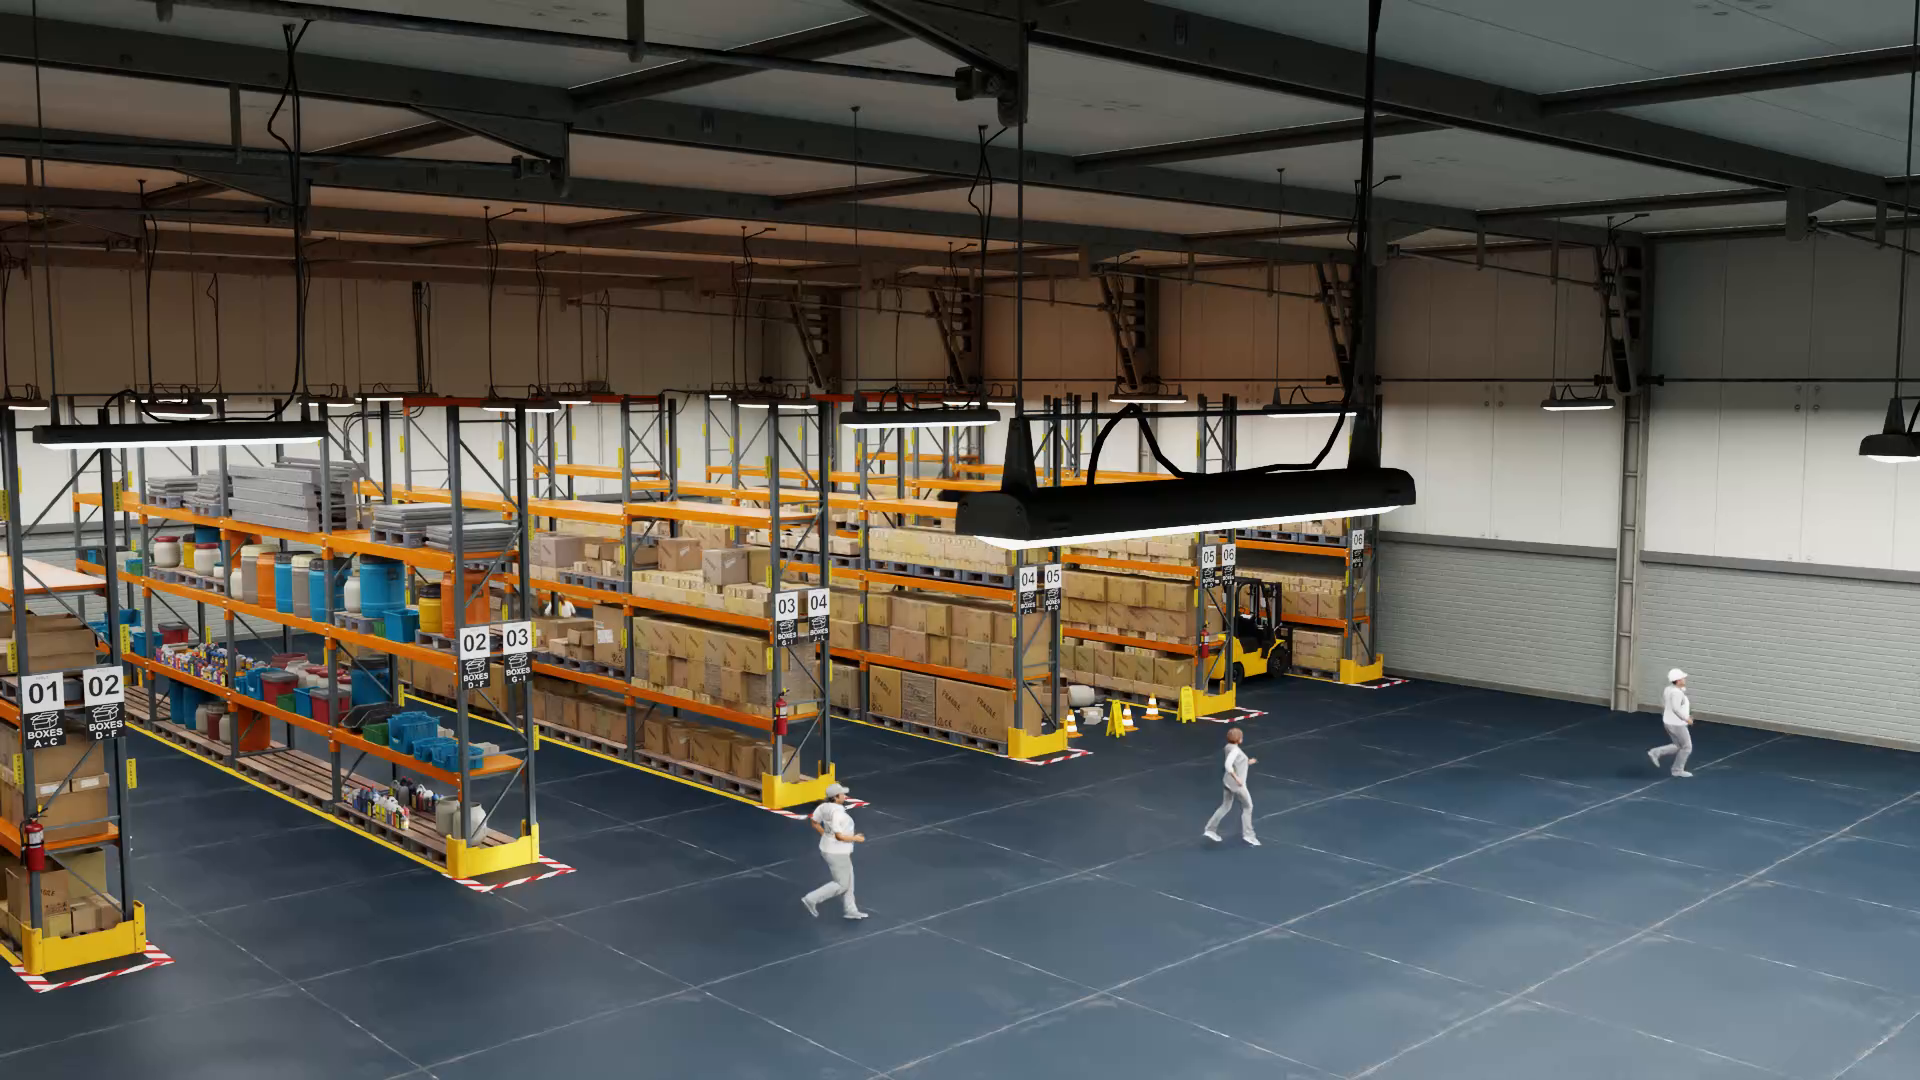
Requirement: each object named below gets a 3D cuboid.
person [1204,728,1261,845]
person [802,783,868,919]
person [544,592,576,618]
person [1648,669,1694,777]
[{"bbox_3d":[3.698,3.346,22.507,0.783,1.631,0.518,-2,6,-17],"label":"person"},{"bbox_3d":[-1.461,3.647,19.340,0.837,1.659,0.607,-2,6,-24],"label":"person"},{"bbox_3d":[-8.688,1.958,36.292,0.690,1.766,0.844,-4,7,-35],"label":"person"},{"bbox_3d":[11.340,2.907,26.480,0.654,1.728,0.681,1,6,7],"label":"person"}]
